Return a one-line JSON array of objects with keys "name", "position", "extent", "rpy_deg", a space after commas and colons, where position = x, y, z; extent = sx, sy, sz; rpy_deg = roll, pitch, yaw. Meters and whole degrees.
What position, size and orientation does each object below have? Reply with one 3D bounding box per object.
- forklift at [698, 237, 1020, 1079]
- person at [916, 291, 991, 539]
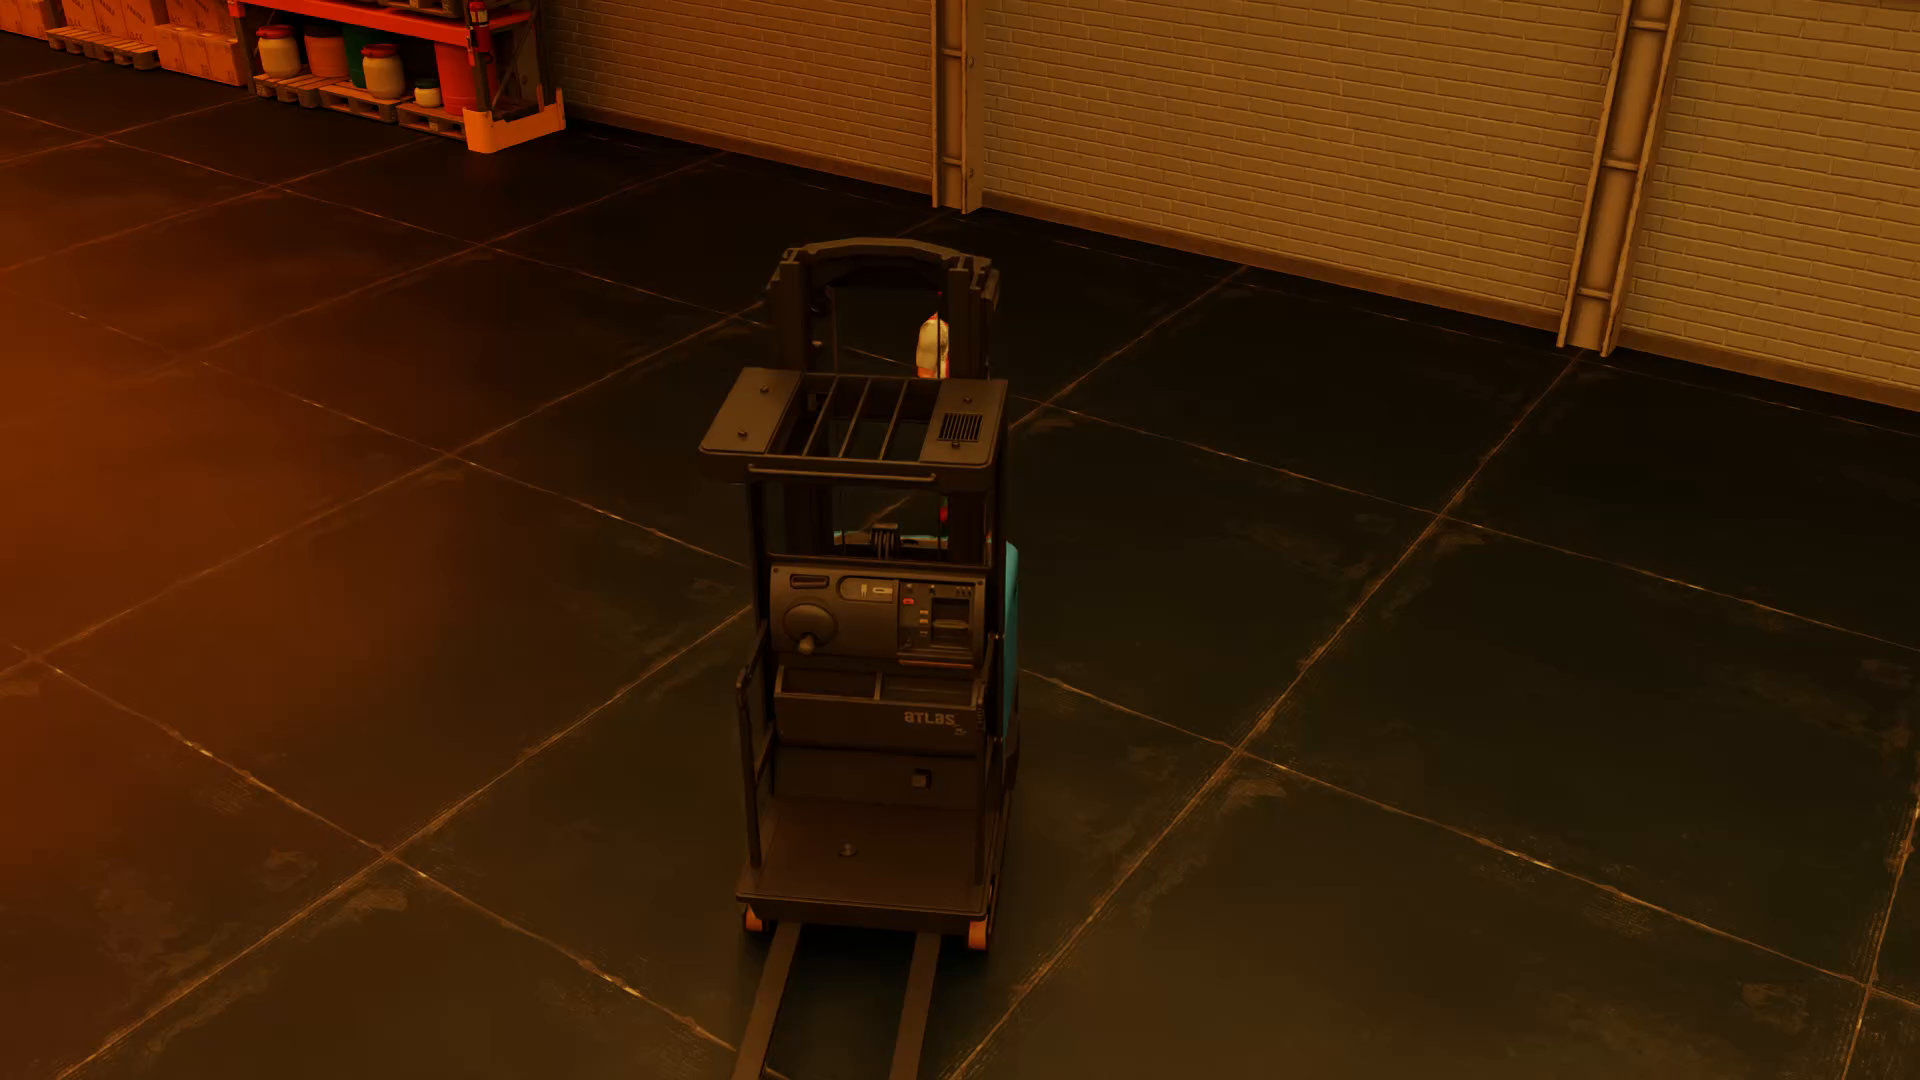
[{"name": "forklift", "position": [-0.378, 0.365, 6.952], "extent": [1.130, 2.935, 3.031], "rpy_deg": [3, 30, 6]}, {"name": "person", "position": [0.059, -0.752, 9.999], "extent": [0.564, 1.787, 0.637], "rpy_deg": [19, 35, 29]}]
